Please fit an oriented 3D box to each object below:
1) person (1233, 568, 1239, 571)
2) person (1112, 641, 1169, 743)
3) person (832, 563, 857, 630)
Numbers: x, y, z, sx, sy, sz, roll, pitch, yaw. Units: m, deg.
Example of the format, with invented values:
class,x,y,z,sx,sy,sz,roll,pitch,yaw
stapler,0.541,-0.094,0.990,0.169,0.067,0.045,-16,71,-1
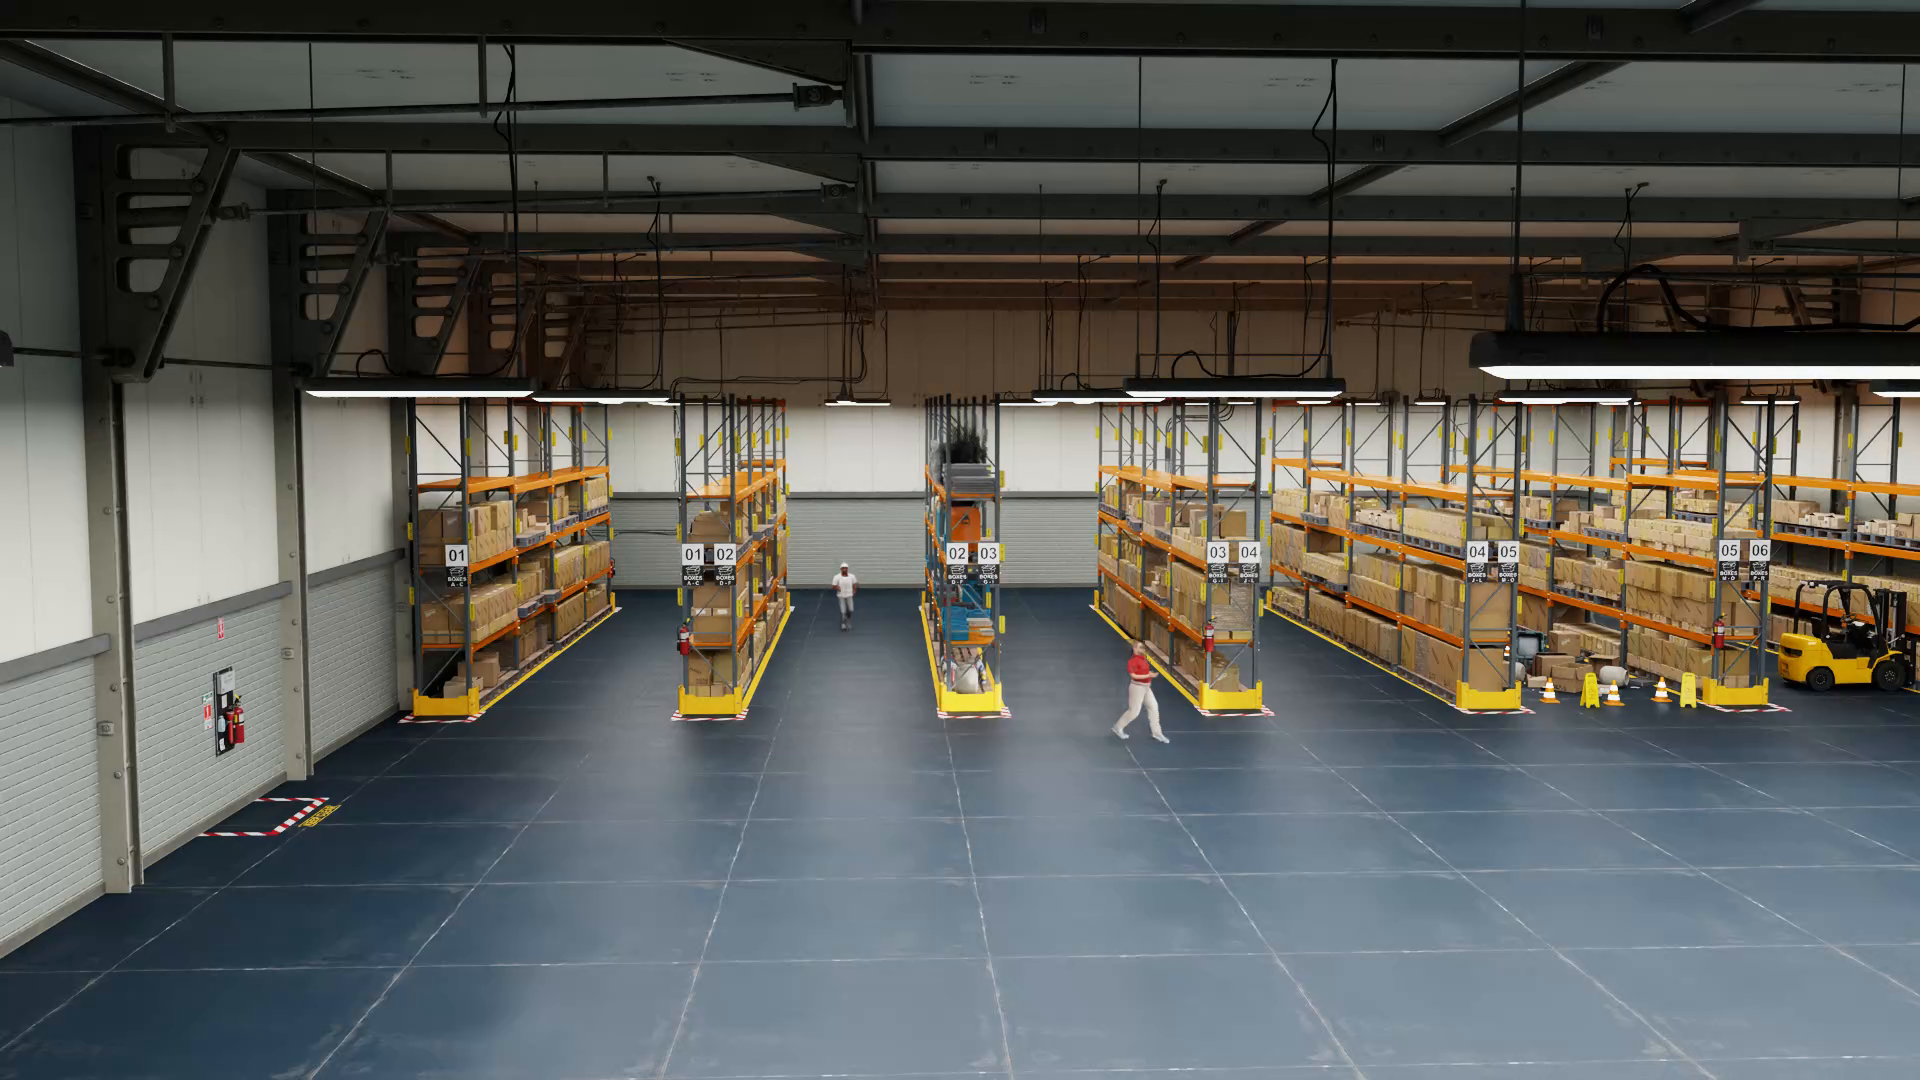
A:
class,x,y,z,sx,sy,sz,roll,pitch,yaw
person,7.682,1.169,46.233,0.714,1.749,0.995,0,5,0
person,3.114,2.603,28.605,0.977,1.740,0.669,3,5,30
person,-2.949,1.460,42.898,0.675,1.732,0.626,-1,5,-12
